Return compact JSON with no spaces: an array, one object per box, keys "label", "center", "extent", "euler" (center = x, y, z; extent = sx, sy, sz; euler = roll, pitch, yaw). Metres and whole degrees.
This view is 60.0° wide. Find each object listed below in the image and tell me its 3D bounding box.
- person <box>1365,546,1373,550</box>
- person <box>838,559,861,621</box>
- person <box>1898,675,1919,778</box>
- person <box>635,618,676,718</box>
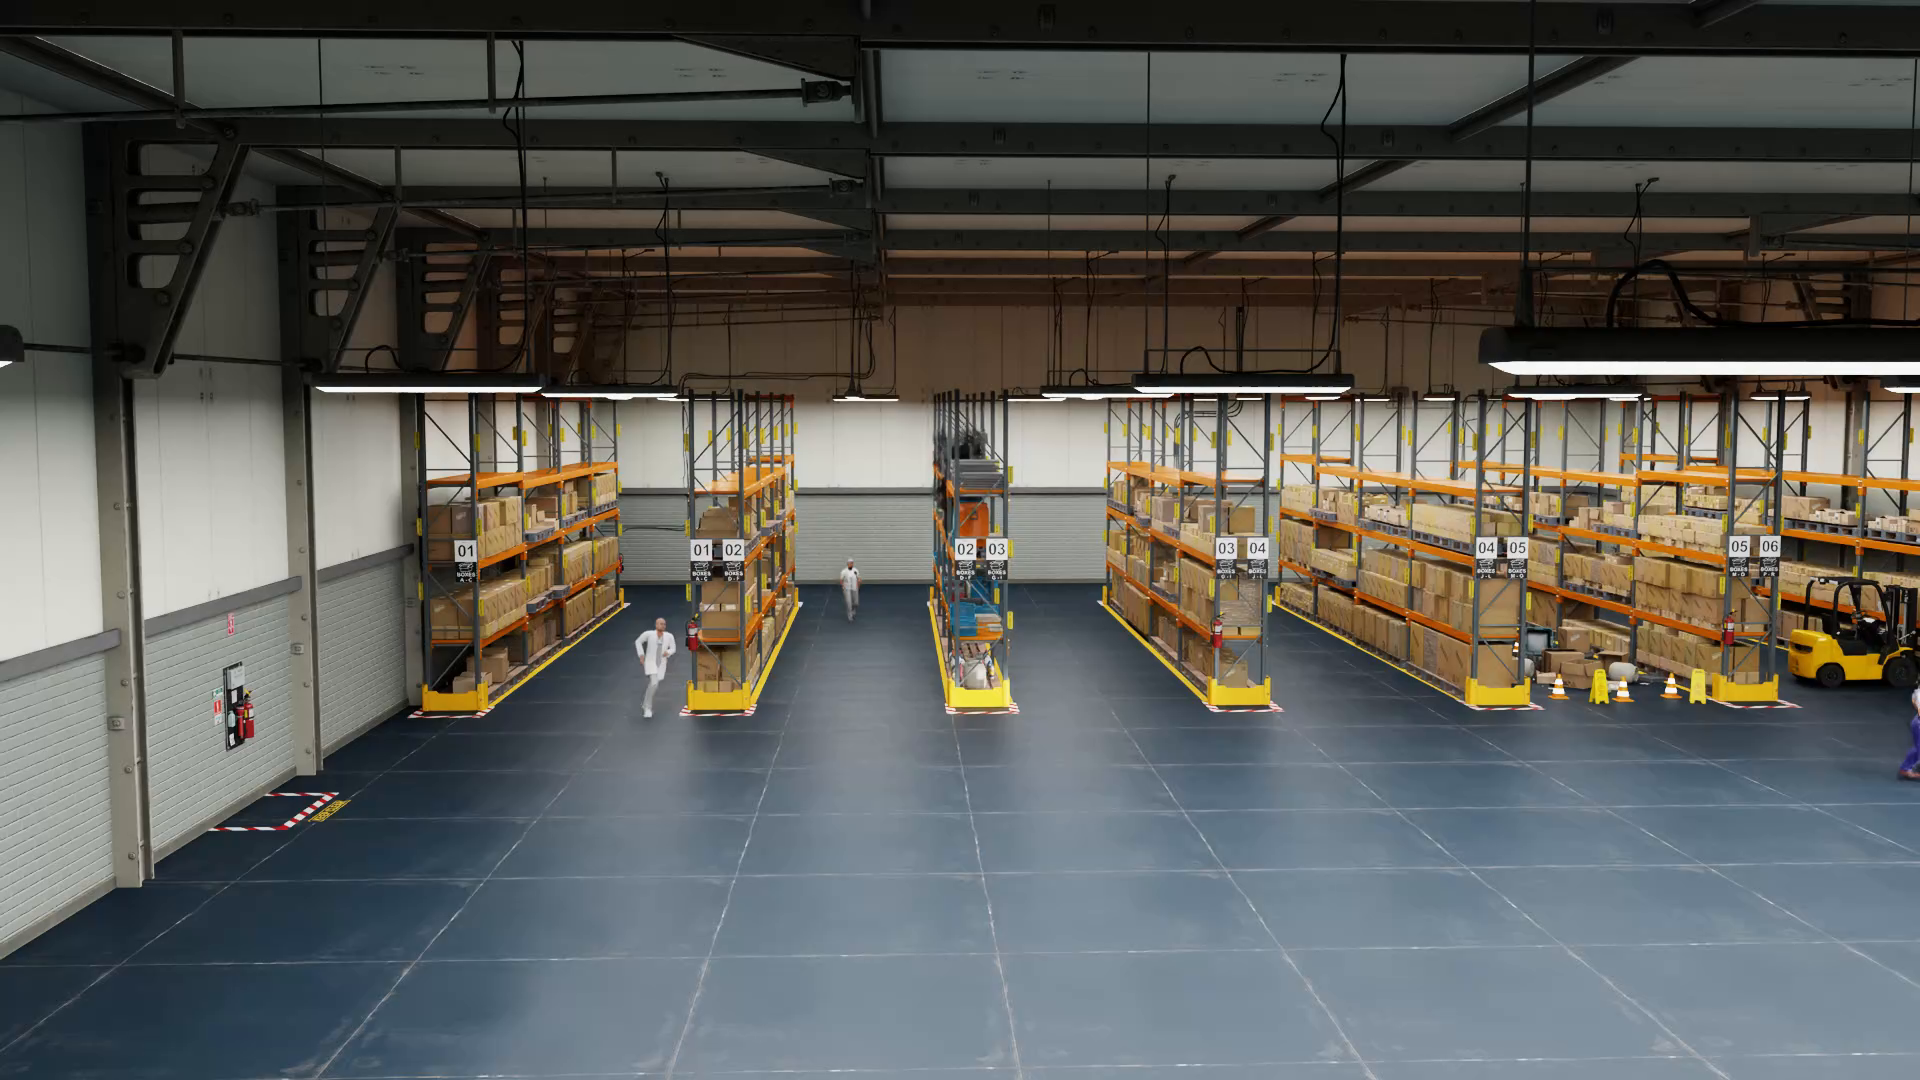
[{"label":"person","center":[11.423,1.055,46.444],"extent":[0.635,1.793,0.751],"euler":[-1,5,-9]},{"label":"person","center":[-2.923,1.314,44.177],"extent":[0.608,1.617,0.605],"euler":[-1,5,-15]},{"label":"person","center":[14.677,2.856,25.253],"extent":[0.673,1.691,0.582],"euler":[4,6,43]},{"label":"person","center":[-5.613,2.352,30.789],"extent":[0.688,1.816,0.756],"euler":[-3,6,-34]}]
